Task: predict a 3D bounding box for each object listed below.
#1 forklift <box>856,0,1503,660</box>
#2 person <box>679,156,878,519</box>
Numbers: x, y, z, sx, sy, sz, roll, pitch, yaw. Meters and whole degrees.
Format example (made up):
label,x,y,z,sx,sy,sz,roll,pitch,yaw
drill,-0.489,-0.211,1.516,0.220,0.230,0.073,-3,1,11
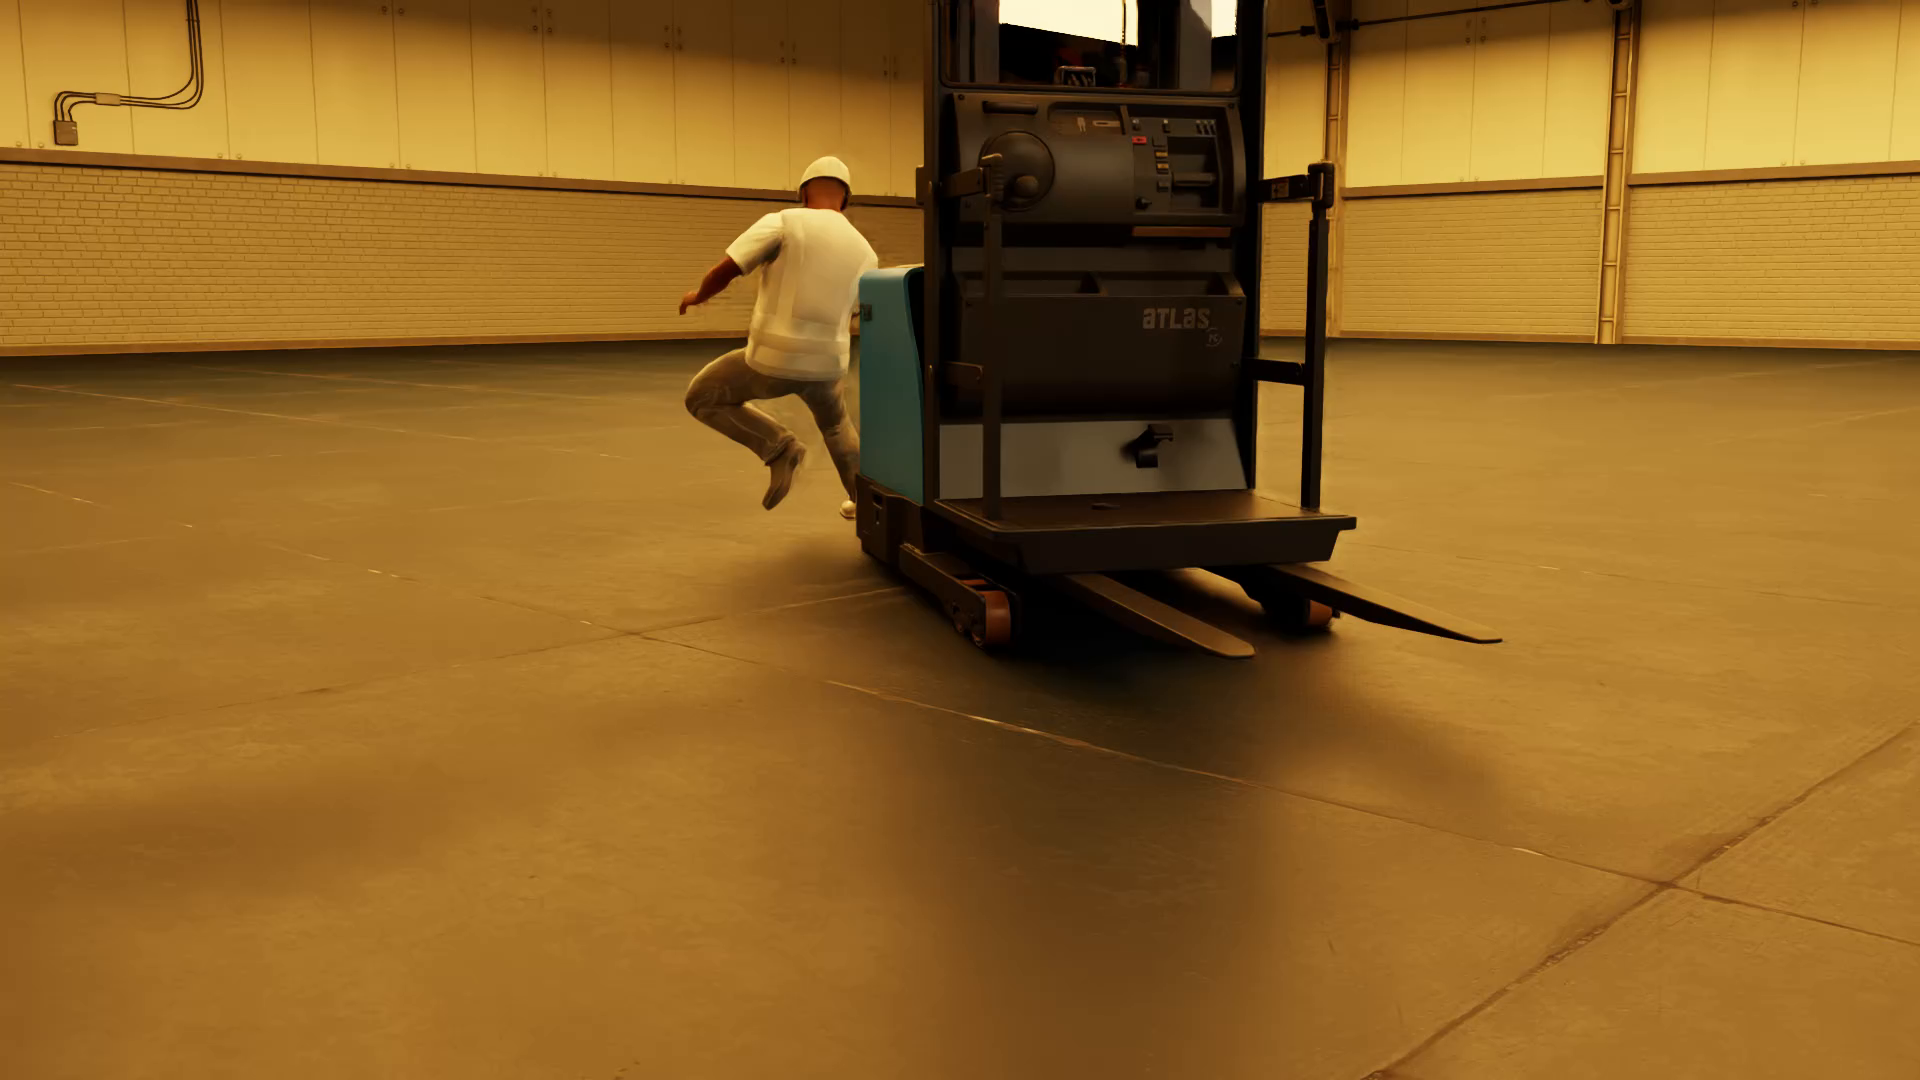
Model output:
label,x,y,z,sx,sy,sz,roll,pitch,yaw
forklift,0.493,-1.209,4.902,1.130,2.935,3.031,-2,9,-15
person,-0.712,-0.800,6.901,0.868,1.539,0.832,-5,10,-32
